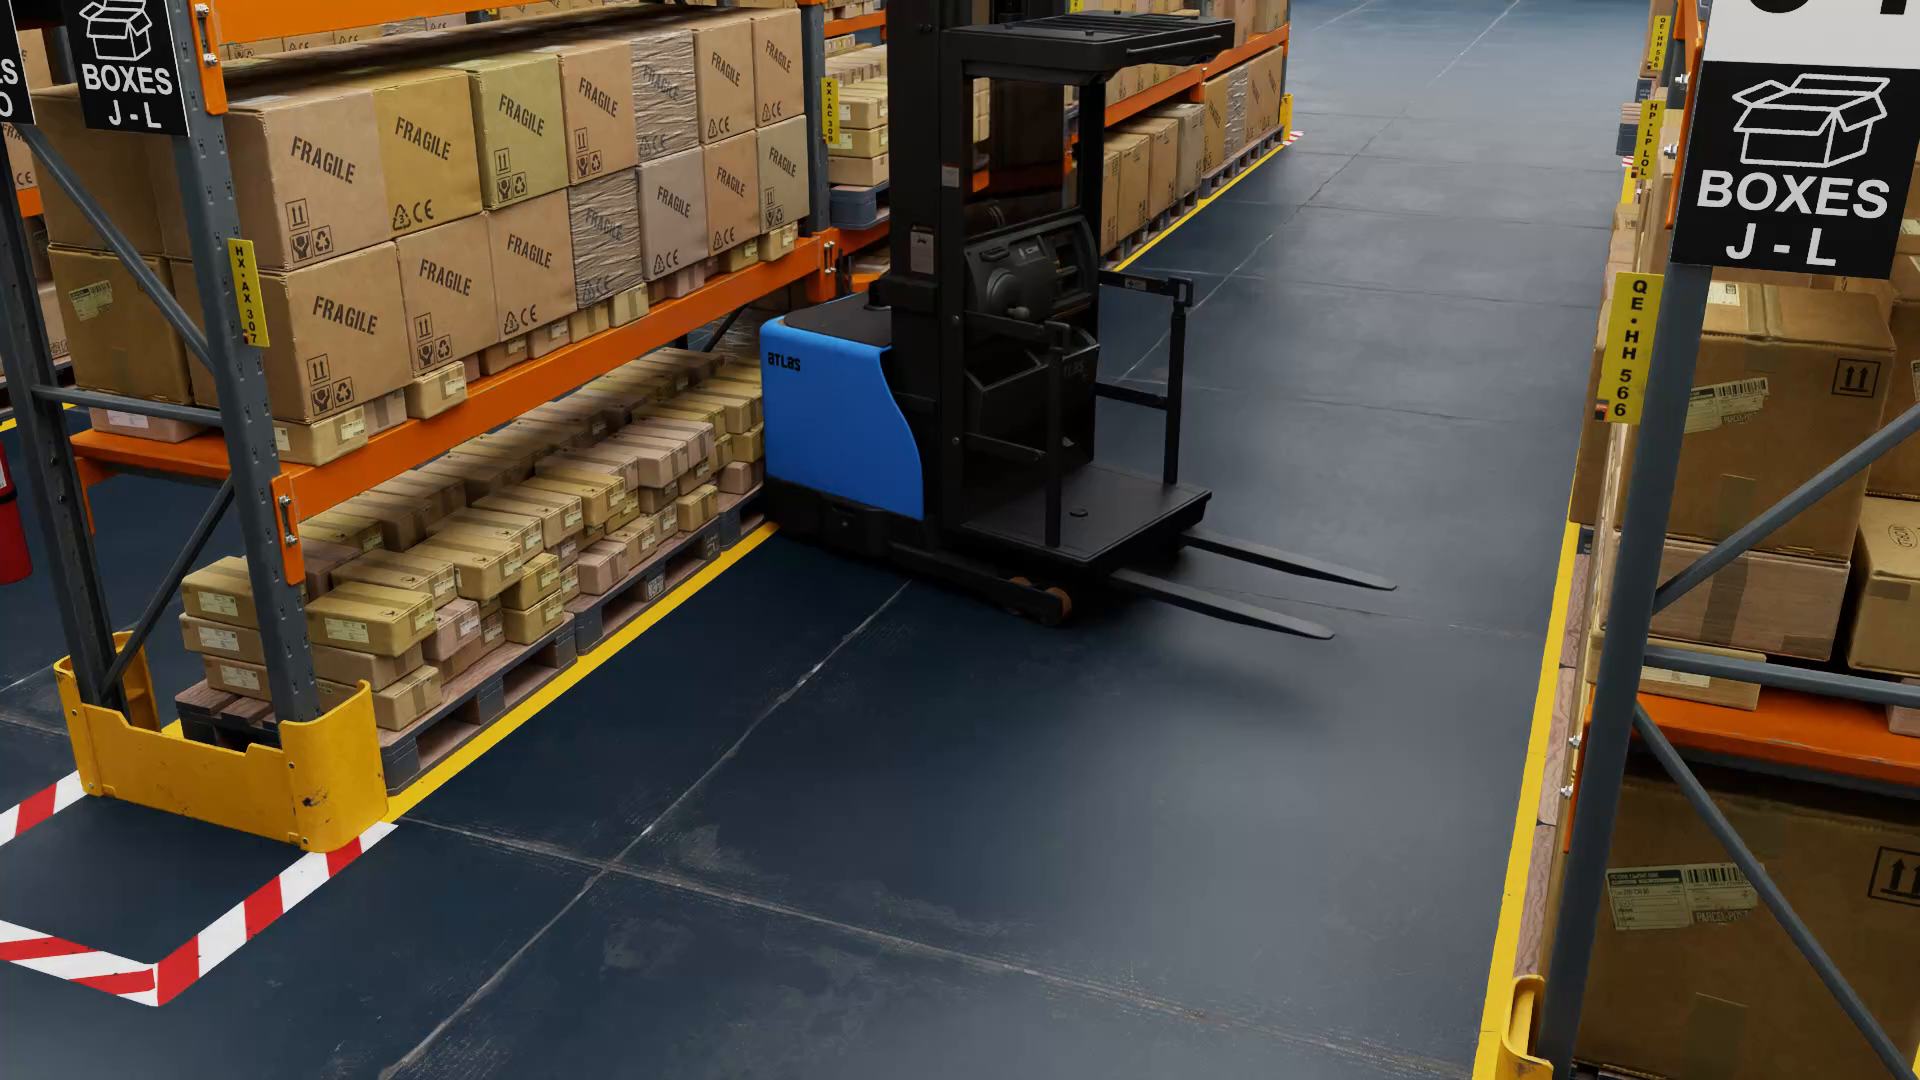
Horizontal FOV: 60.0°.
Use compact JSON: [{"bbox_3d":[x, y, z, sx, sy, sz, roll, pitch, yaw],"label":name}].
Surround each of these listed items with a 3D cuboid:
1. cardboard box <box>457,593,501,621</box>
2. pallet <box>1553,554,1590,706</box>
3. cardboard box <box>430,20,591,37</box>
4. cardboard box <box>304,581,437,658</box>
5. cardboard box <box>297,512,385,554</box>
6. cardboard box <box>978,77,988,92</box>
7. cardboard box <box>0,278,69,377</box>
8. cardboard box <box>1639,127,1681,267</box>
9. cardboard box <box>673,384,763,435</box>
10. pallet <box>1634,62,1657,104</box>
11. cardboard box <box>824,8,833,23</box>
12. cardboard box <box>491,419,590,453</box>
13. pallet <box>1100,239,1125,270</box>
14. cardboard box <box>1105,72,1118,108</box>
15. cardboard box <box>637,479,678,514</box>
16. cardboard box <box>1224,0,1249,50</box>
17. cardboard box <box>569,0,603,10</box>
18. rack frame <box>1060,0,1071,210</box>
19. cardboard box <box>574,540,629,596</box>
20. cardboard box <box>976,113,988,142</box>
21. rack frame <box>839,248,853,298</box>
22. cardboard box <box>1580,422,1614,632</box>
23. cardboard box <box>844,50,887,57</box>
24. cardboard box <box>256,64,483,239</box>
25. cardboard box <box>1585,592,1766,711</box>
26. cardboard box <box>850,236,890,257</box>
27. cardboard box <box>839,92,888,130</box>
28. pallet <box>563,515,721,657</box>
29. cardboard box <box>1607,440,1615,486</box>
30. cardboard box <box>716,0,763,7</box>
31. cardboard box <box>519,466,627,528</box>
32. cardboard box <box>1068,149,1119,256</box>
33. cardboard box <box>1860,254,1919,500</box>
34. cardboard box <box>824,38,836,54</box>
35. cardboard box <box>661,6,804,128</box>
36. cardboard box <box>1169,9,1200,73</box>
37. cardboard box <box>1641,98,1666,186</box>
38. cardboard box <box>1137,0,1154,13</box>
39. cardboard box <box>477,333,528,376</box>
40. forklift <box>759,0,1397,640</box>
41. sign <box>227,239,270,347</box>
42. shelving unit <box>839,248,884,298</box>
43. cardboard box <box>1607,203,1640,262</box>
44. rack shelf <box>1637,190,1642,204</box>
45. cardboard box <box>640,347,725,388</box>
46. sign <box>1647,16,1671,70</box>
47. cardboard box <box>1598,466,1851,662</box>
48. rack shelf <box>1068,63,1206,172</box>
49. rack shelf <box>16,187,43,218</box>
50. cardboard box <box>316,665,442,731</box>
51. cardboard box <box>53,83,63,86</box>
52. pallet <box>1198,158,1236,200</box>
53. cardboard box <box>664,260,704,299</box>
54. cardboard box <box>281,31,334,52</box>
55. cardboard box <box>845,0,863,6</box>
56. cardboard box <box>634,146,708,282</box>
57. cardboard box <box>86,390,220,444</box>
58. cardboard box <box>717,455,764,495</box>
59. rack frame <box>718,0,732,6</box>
[{"bbox_3d":[-2.058,0.221,6.597,0.380,0.149,0.250,9,24,21],"label":"cardboard box"},{"bbox_3d":[3.045,0.440,6.923,1.003,0.211,1.213,9,24,20],"label":"pallet"},{"bbox_3d":[-1.956,-2.008,7.354,0.500,0.500,0.500,9,24,21],"label":"cardboard box"},{"bbox_3d":[-2.143,0.286,6.056,0.380,0.149,0.250,8,24,18],"label":"cardboard box"},{"bbox_3d":[-2.567,0.006,6.725,0.380,0.149,0.250,8,24,19],"label":"cardboard box"},{"bbox_3d":[-0.018,-2.841,10.169,0.380,0.149,0.250,10,24,22],"label":"cardboard box"},{"bbox_3d":[-6.134,-1.329,10.318,0.875,0.438,0.875,8,24,19],"label":"cardboard box"},{"bbox_3d":[2.795,-1.212,6.095,0.500,0.500,0.500,9,24,20],"label":"cardboard box"},{"bbox_3d":[-1.202,-0.655,8.308,0.380,0.149,0.250,9,24,20],"label":"cardboard box"},{"bbox_3d":[5.953,-3.629,13.296,1.003,0.211,1.213,9,24,20],"label":"pallet"},{"bbox_3d":[-1.694,-6.073,19.222,0.380,0.149,0.250,9,24,20],"label":"cardboard box"},{"bbox_3d":[-1.964,-0.440,7.794,0.380,0.149,0.250,8,24,18],"label":"cardboard box"},{"bbox_3d":[0.681,-2.270,13.410,1.003,0.211,1.213,9,24,20],"label":"pallet"},{"bbox_3d":[0.922,-3.636,12.933,0.500,0.500,0.500,9,24,20],"label":"cardboard box"},{"bbox_3d":[-1.541,-0.251,7.728,0.380,0.149,0.250,8,24,18],"label":"cardboard box"},{"bbox_3d":[2.423,-5.296,16.843,0.875,0.550,0.550,9,24,20],"label":"cardboard box"},{"bbox_3d":[-3.555,-4.841,14.888,0.500,0.500,0.500,9,24,21],"label":"cardboard box"},{"bbox_3d":[0.318,-3.285,12.223,1.000,3.000,0.127,9,24,20],"label":"rack frame"},{"bbox_3d":[-1.678,0.105,7.261,0.380,0.149,0.250,8,24,17],"label":"cardboard box"},{"bbox_3d":[-0.018,-2.565,10.279,0.380,0.149,0.250,8,24,18],"label":"cardboard box"},{"bbox_3d":[-0.597,-0.949,8.946,0.015,1.200,0.240,-6,20,-15],"label":"rack frame"},{"bbox_3d":[3.081,-0.096,6.800,0.875,0.875,0.875,9,24,20],"label":"cardboard box"},{"bbox_3d":[-0.520,-3.029,10.620,0.380,0.149,0.250,10,25,22],"label":"cardboard box"},{"bbox_3d":[-2.059,-1.371,5.828,0.500,0.500,0.500,10,24,22],"label":"cardboard box"},{"bbox_3d":[1.741,0.265,4.049,0.380,0.149,0.250,9,24,21],"label":"cardboard box"},{"bbox_3d":[-0.452,-1.658,10.052,0.500,0.250,0.500,9,24,22],"label":"cardboard box"},{"bbox_3d":[-0.594,-2.281,8.829,0.380,0.149,0.250,10,25,23],"label":"cardboard box"},{"bbox_3d":[-1.836,0.116,7.698,1.003,0.211,1.213,9,24,20],"label":"pallet"},{"bbox_3d":[2.215,-0.193,5.147,0.380,0.149,0.250,9,24,20],"label":"cardboard box"},{"bbox_3d":[-2.407,-5.690,17.465,0.500,0.500,0.500,9,24,20],"label":"cardboard box"},{"bbox_3d":[-1.673,-0.188,7.190,0.380,0.149,0.250,9,24,21],"label":"cardboard box"},{"bbox_3d":[0.628,-2.646,13.067,1.050,0.750,0.750,8,24,19],"label":"cardboard box"},{"bbox_3d":[2.529,-0.402,4.157,0.500,0.500,0.500,8,24,19],"label":"cardboard box"},{"bbox_3d":[-1.669,-5.742,19.314,0.380,0.149,0.250,10,25,22],"label":"cardboard box"},{"bbox_3d":[-1.091,-2.292,8.032,0.500,0.500,0.500,8,24,18],"label":"cardboard box"},{"bbox_3d":[1.858,-4.538,15.092,0.500,0.500,0.500,9,24,20],"label":"cardboard box"},{"bbox_3d":[4.263,-2.265,9.652,0.500,0.500,0.500,8,24,19],"label":"cardboard box"},{"bbox_3d":[1.248,-4.681,14.137,0.700,0.500,0.500,9,24,20],"label":"cardboard box"},{"bbox_3d":[-1.930,-0.767,6.521,0.380,0.149,0.250,9,24,20],"label":"cardboard box"},{"bbox_3d":[0.495,-1.205,7.332,3.031,2.935,1.130,17,28,34],"label":"forklift"},{"bbox_3d":[-2.150,-0.744,5.017,0.100,0.325,0.005,9,24,20],"label":"sign"},{"bbox_3d":[-0.363,-0.975,9.009,0.503,1.200,0.258,-6,20,-15],"label":"shelving unit"},{"bbox_3d":[4.610,-1.508,10.181,1.225,0.875,0.875,8,24,18],"label":"cardboard box"},{"bbox_3d":[4.143,-1.491,8.862,1.077,0.370,4.000,9,24,20],"label":"rack shelf"},{"bbox_3d":[-1.488,-0.913,8.926,0.380,0.149,0.250,10,25,22],"label":"cardboard box"},{"bbox_3d":[4.378,-3.111,10.407,0.100,0.325,0.005,9,24,20],"label":"sign"},{"bbox_3d":[1.848,0.044,4.061,0.500,0.250,0.500,8,24,19],"label":"cardboard box"},{"bbox_3d":[1.061,-3.669,14.075,1.077,0.370,4.000,9,24,20],"label":"rack shelf"},{"bbox_3d":[-6.544,-1.479,8.832,1.077,0.370,4.000,9,24,20],"label":"rack shelf"},{"bbox_3d":[-2.162,0.558,6.177,0.380,0.149,0.250,9,24,21],"label":"cardboard box"},{"bbox_3d":[-5.376,-2.805,10.619,0.500,0.250,0.500,8,24,19],"label":"cardboard box"},{"bbox_3d":[2.159,-3.691,16.812,1.003,0.211,1.213,9,24,20],"label":"pallet"},{"bbox_3d":[-1.397,-1.217,7.598,0.380,0.149,0.250,8,24,18],"label":"cardboard box"},{"bbox_3d":[-4.833,-3.701,11.792,0.500,0.500,0.500,8,24,19],"label":"cardboard box"},{"bbox_3d":[-1.480,-6.592,19.624,0.500,0.500,0.500,9,24,20],"label":"cardboard box"},{"bbox_3d":[-1.465,-1.460,7.339,0.500,0.500,0.500,9,24,20],"label":"cardboard box"},{"bbox_3d":[-2.795,-0.464,5.794,0.380,0.149,0.250,9,24,20],"label":"cardboard box"},{"bbox_3d":[-1.209,-0.358,8.370,0.380,0.149,0.250,8,24,18],"label":"cardboard box"},{"bbox_3d":[-2.829,-5.389,17.260,1.000,3.000,0.127,9,24,20],"label":"rack frame"}]
